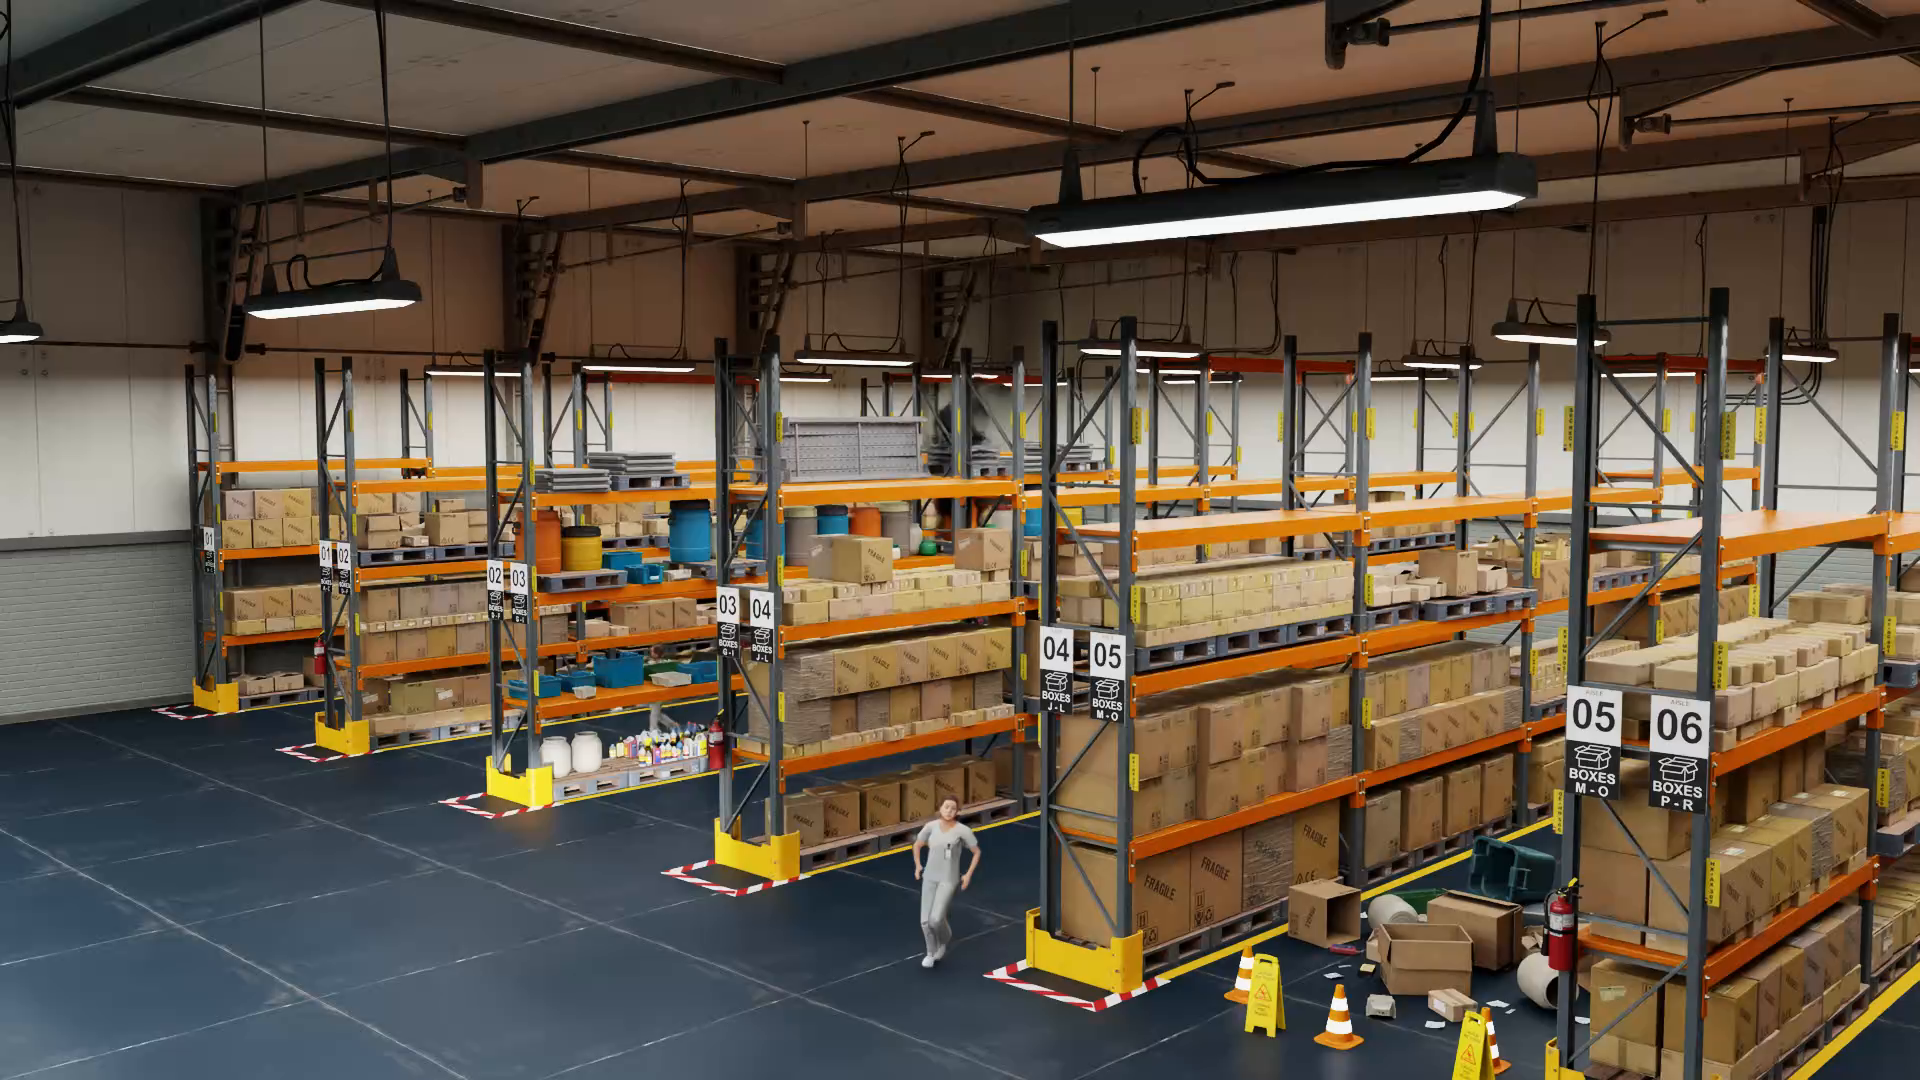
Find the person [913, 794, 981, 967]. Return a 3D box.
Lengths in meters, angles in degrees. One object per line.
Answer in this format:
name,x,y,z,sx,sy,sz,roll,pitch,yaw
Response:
person,-0.158,3.175,15.437,0.636,1.630,0.501,2,5,20

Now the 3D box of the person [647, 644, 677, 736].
person,-4.637,2.391,25.535,0.537,1.596,0.877,3,5,37
